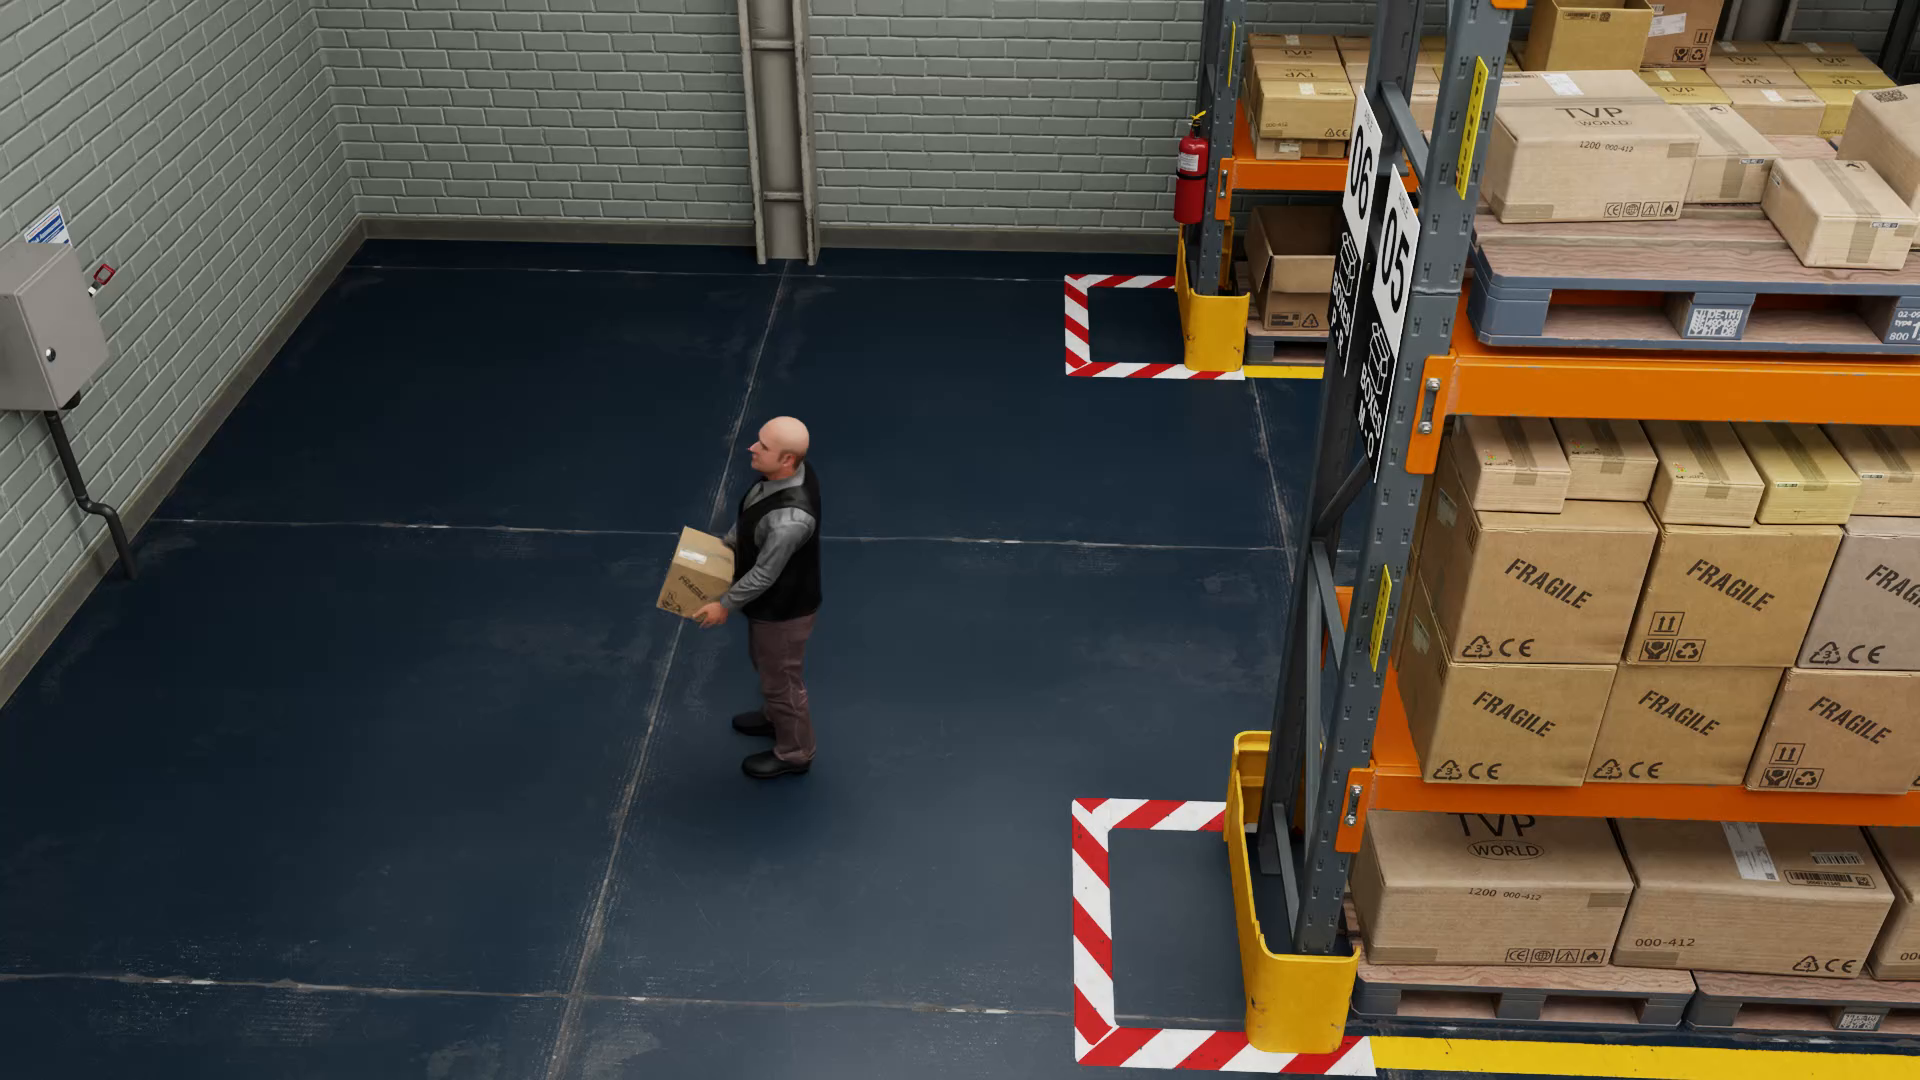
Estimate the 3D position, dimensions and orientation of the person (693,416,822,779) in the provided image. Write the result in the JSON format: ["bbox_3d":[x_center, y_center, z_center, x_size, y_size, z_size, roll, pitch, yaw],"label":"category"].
[{"bbox_3d":[-0.816,0.245,6.792,0.539,1.724,0.532,-5,36,-7],"label":"person"}]
